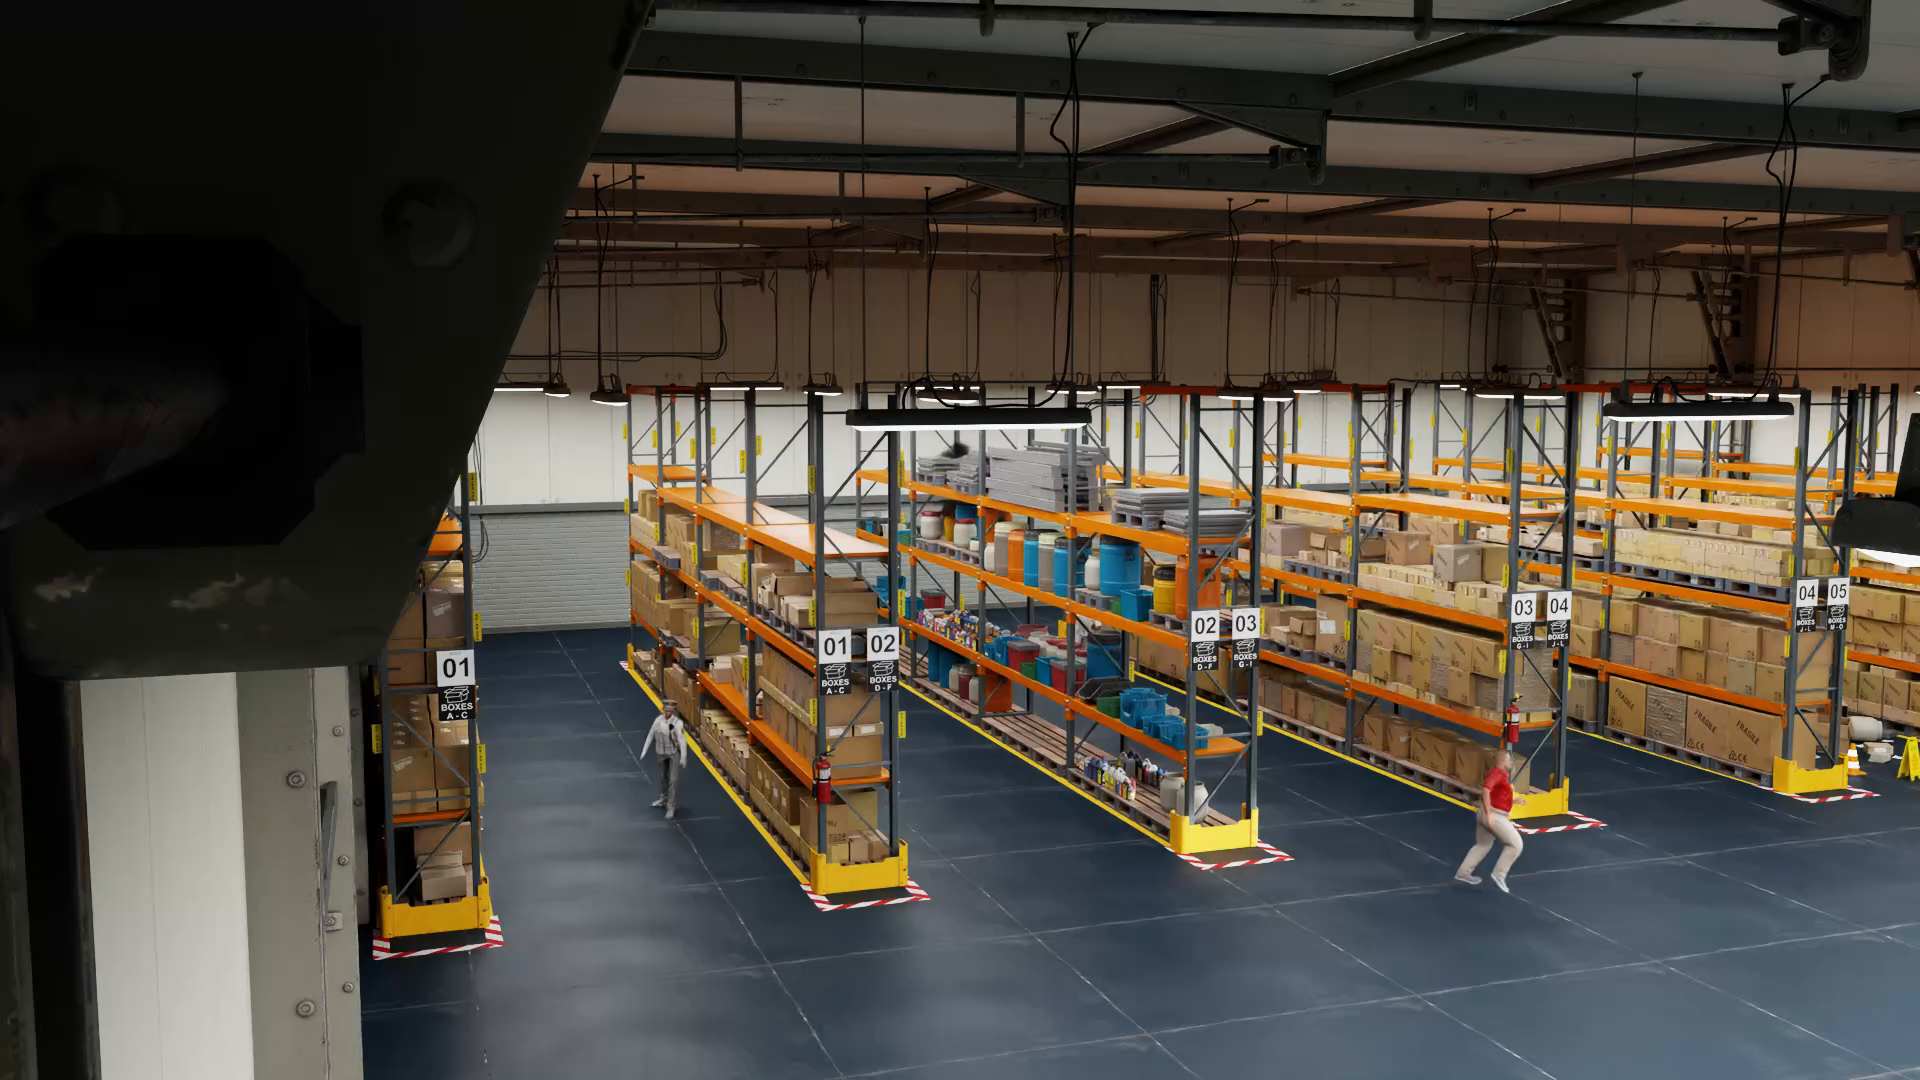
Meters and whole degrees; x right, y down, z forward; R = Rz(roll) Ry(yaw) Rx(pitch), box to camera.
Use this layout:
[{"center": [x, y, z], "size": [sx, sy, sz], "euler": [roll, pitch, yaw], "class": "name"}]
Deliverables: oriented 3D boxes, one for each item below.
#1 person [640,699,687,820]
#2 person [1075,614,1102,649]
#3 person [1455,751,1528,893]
[{"center": [-4.205, 3.077, 23.697], "size": [0.662, 1.657, 0.731], "euler": [2, 6, 15], "class": "person"}, {"center": [2.599, 1.963, 34.620], "size": [0.707, 1.537, 1.104], "euler": [1, 6, 6], "class": "person"}, {"center": [6.479, 3.422, 20.200], "size": [0.858, 1.753, 0.597], "euler": [0, 6, 1], "class": "person"}]
